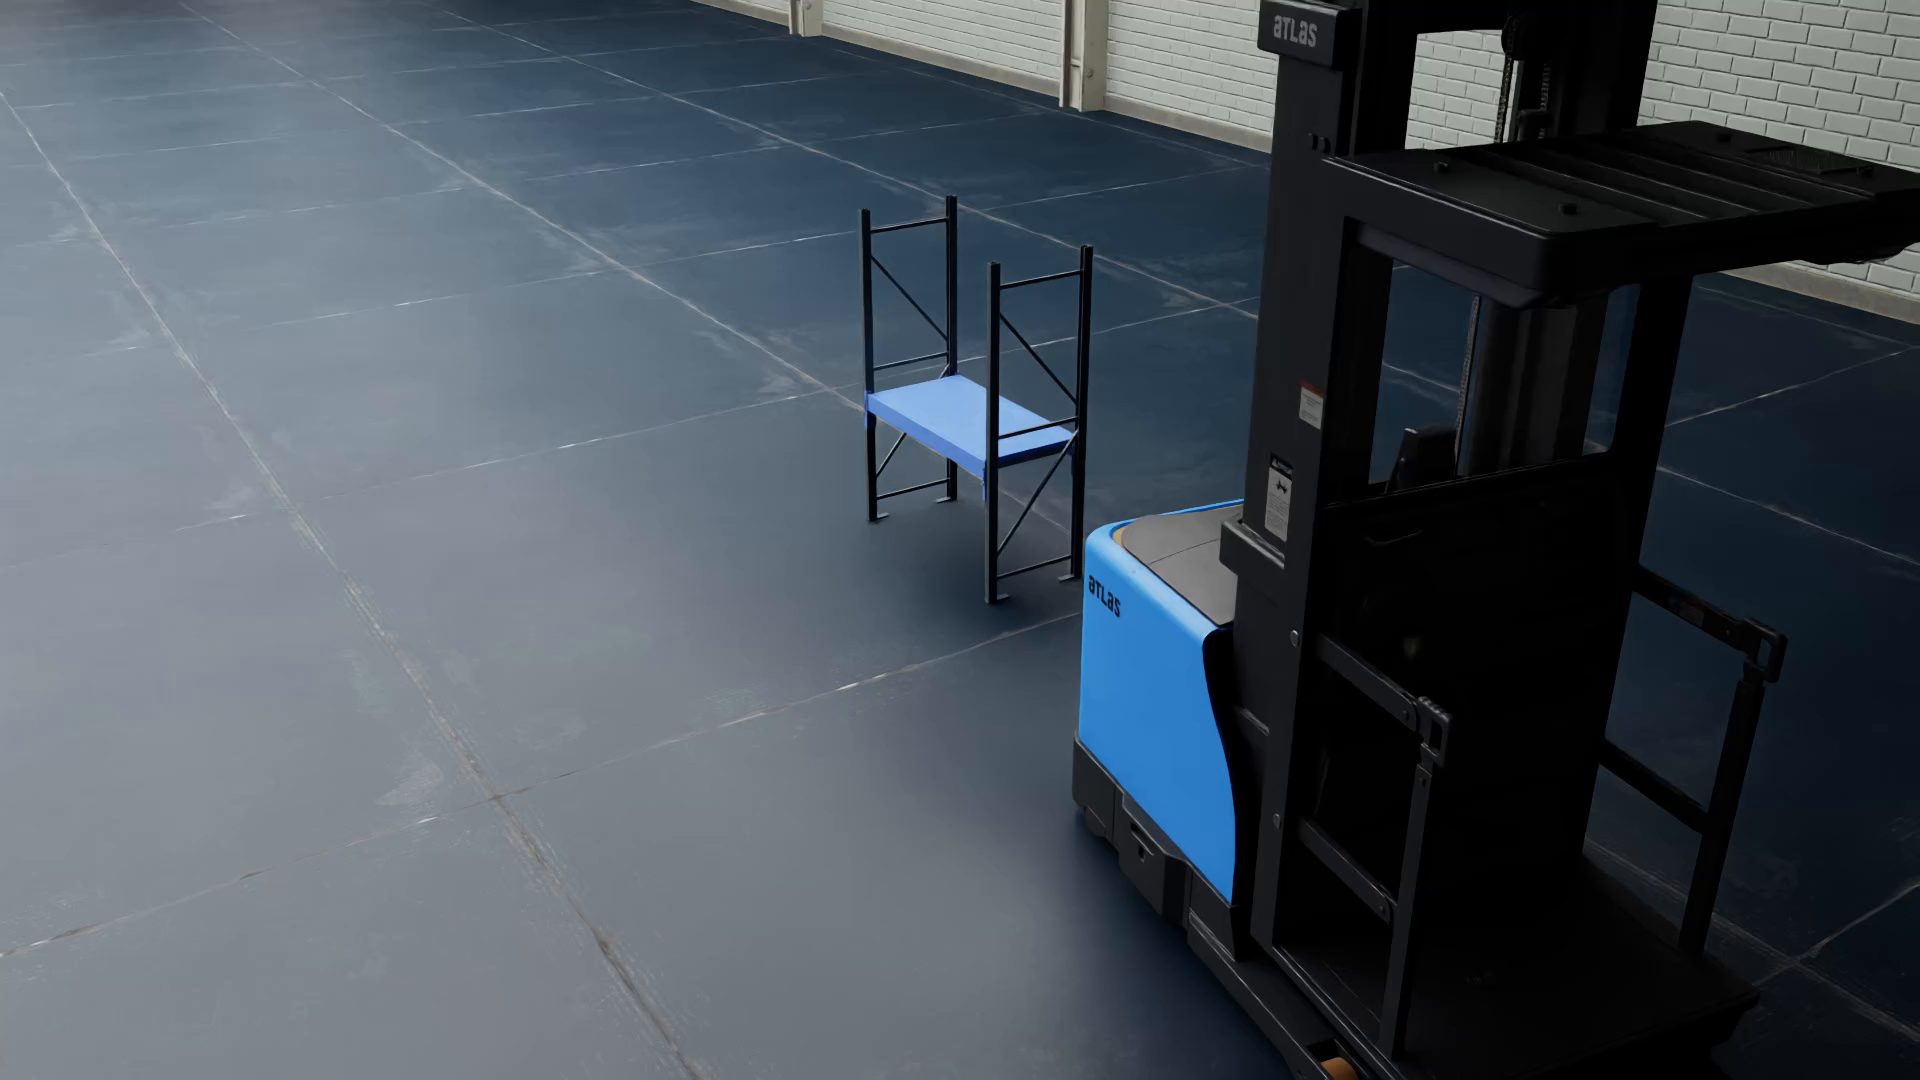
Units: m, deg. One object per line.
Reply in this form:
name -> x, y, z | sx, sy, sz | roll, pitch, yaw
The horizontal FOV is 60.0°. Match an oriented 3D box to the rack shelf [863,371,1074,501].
rack shelf -> 0.047, -0.485, 7.442 | 0.538, 0.185, 1.000 | -16, 29, -30

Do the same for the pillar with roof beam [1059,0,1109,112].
pillar with roof beam -> -2.338, -7.553, 13.208 | 9.100, 9.000, 0.400 | -16, 29, -30

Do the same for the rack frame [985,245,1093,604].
rack frame -> 0.324, -0.466, 6.980 | 0.500, 1.500, 0.032 | -16, 29, -30

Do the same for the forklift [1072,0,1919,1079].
forklift -> 1.430, 0.099, 4.107 | 1.130, 2.935, 3.031 | -10, 27, -21

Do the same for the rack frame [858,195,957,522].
rack frame -> -0.231, -0.830, 7.750 | 0.500, 1.500, 0.032 | -16, 29, -30

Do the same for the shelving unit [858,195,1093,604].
shelving unit -> 0.047, -0.648, 7.365 | 0.538, 1.500, 1.048 | -16, 29, -30

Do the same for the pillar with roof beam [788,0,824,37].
pillar with roof beam -> -5.614, -9.699, 17.754 | 9.100, 9.000, 0.400 | -16, 29, -30
